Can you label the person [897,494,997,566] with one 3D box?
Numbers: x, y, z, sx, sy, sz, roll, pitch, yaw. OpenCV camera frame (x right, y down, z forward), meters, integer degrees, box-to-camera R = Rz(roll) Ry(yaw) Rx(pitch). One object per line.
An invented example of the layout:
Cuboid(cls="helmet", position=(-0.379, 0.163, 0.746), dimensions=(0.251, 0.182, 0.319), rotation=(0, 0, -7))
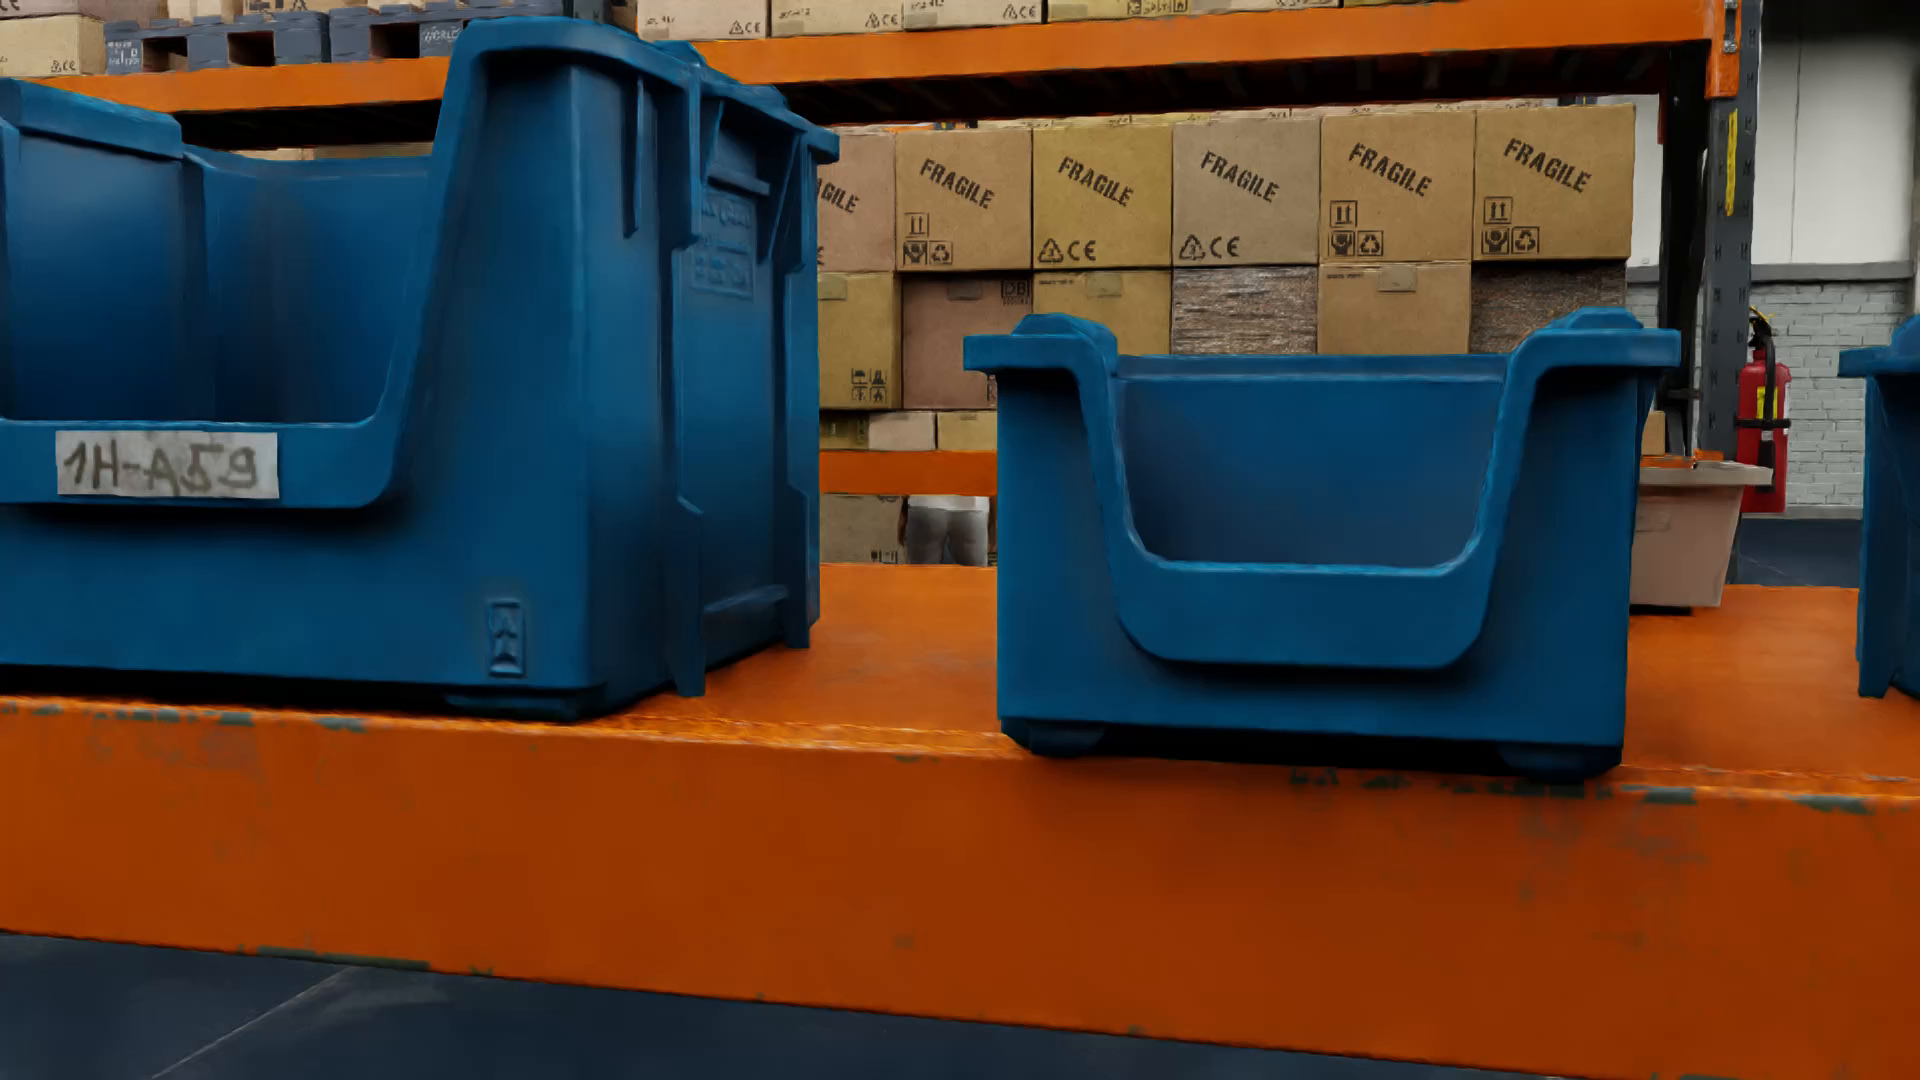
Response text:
Cuboid(cls="person", position=(-0.042, -0.090, 8.551), dimensions=(0.562, 1.672, 0.470), rotation=(-1, 5, -6))
